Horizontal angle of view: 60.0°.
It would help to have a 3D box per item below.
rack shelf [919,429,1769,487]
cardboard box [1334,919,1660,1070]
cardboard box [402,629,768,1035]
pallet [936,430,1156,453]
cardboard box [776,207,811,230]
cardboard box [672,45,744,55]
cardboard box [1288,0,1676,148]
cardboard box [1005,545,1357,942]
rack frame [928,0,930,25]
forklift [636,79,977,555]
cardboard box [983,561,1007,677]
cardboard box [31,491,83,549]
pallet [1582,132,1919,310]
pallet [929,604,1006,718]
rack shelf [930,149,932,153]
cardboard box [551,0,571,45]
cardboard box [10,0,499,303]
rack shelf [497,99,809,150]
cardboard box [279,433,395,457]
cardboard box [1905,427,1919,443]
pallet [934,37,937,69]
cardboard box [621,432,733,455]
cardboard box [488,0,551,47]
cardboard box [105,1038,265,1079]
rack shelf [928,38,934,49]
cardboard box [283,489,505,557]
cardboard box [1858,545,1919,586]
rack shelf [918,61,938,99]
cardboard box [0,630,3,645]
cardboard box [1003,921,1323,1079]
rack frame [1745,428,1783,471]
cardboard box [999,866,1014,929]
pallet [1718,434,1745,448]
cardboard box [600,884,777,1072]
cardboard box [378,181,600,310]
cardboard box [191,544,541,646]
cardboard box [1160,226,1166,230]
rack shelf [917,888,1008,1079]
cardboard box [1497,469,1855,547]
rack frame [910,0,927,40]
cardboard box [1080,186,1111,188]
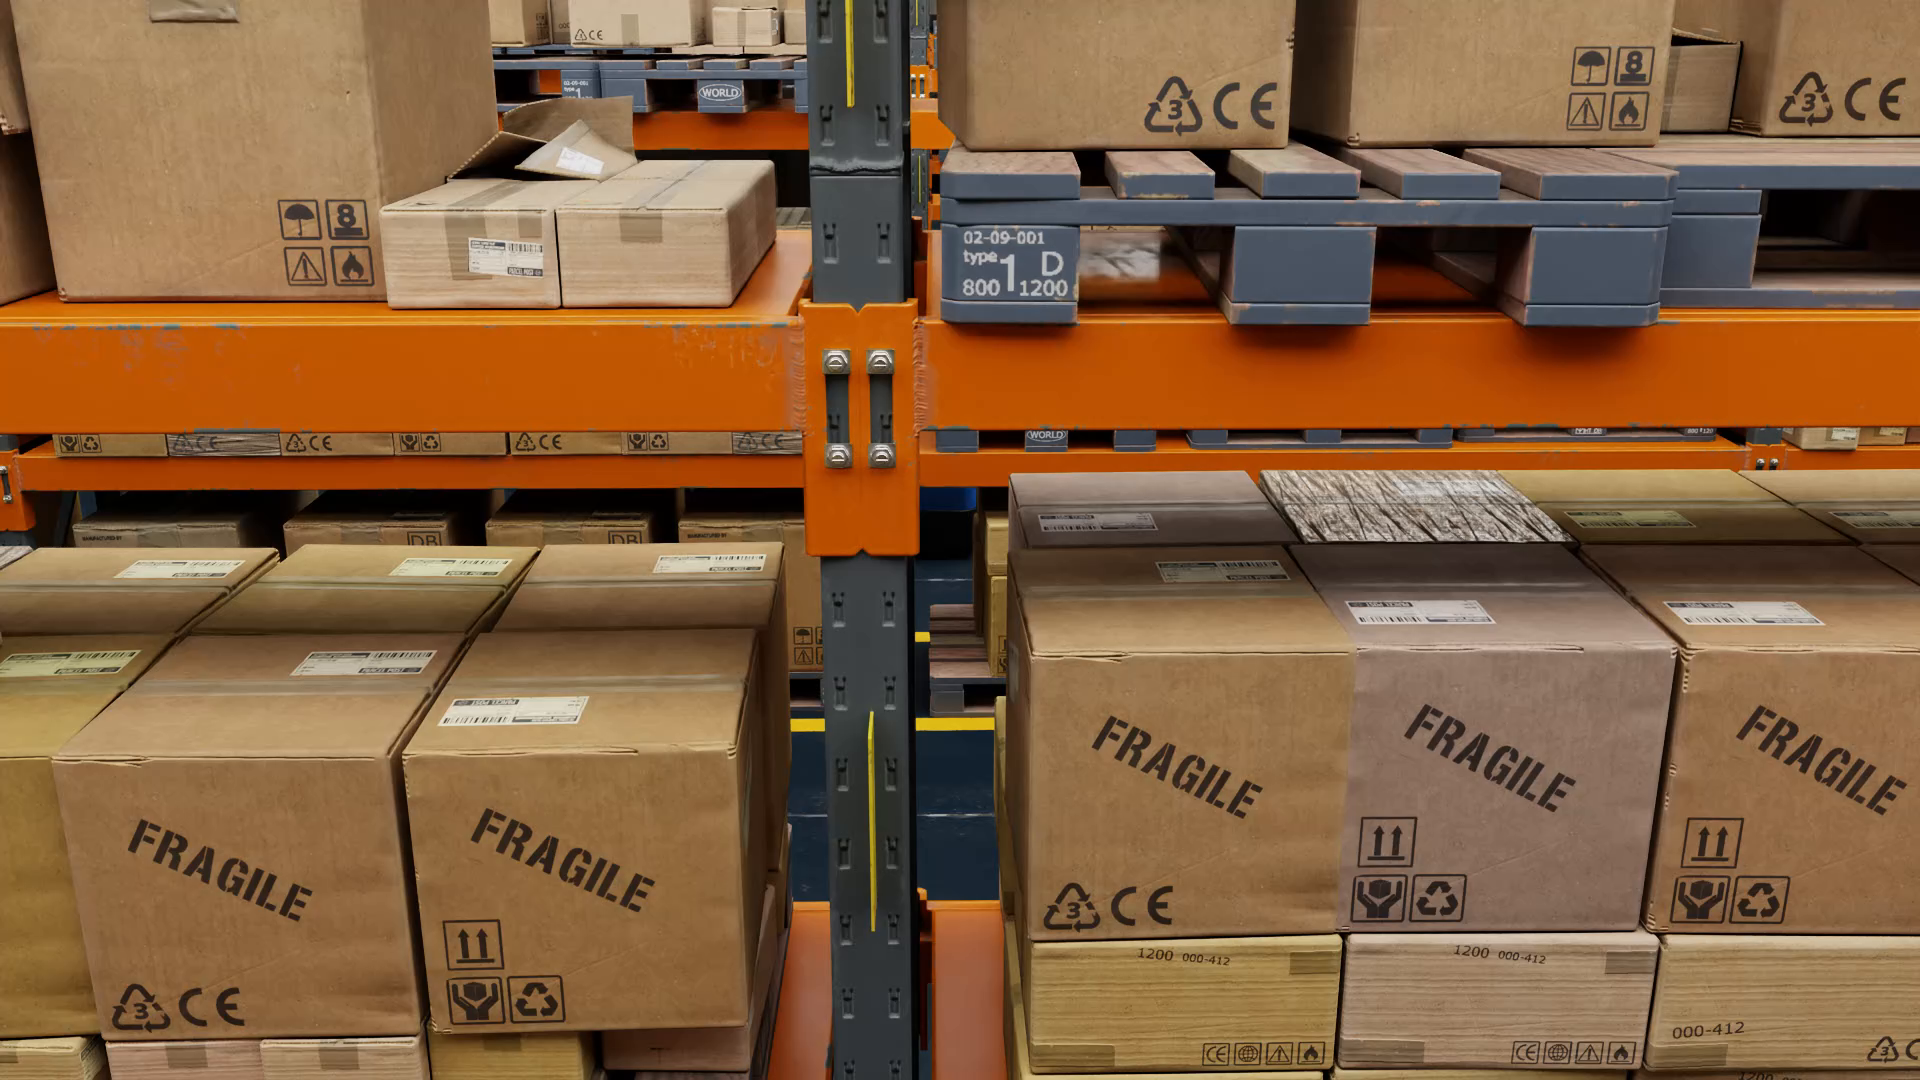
[{"bbox_3d":[1.669,-0.402,8.066,4.000,0.370,1.077,0,18,-1],"label":"rack shelf"},{"bbox_3d":[0.876,0.681,2.941,0.500,0.250,0.500,0,18,0],"label":"cardboard box"},{"bbox_3d":[-0.601,0.475,2.819,0.500,0.500,0.500,-1,18,-2],"label":"cardboard box"},{"bbox_3d":[0.381,-0.679,8.068,1.003,0.211,1.213,0,18,-1],"label":"pallet"},{"bbox_3d":[-0.779,-1.259,7.761,0.500,0.500,0.700,0,18,-1],"label":"cardboard box"},{"bbox_3d":[-1.777,-3.521,11.949,0.500,0.250,0.500,0,18,1],"label":"cardboard box"},{"bbox_3d":[0.836,-0.962,2.873,0.500,0.500,0.700,-1,18,-4],"label":"cardboard box"},{"bbox_3d":[0.346,0.325,2.822,0.500,0.500,0.500,-1,18,-3],"label":"cardboard box"},{"bbox_3d":[-0.460,-8.132,21.166,0.127,3.000,1.000,0,18,-1],"label":"rack frame"},{"bbox_3d":[-1.366,-1.467,10.321,3.031,2.935,1.130,1,18,4],"label":"forklift"},{"bbox_3d":[0.381,0.330,8.012,0.500,0.500,0.500,-1,18,-3],"label":"cardboard box"},{"bbox_3d":[-4.960,0.078,8.184,0.875,0.875,0.875,0,18,0],"label":"cardboard box"},{"bbox_3d":[1.610,-0.587,2.866,1.213,0.211,1.003,1,18,2],"label":"pallet"},{"bbox_3d":[0.451,0.590,8.363,1.213,0.211,1.003,0,18,-1],"label":"pallet"},{"bbox_3d":[1.458,-6.455,26.938,4.000,0.370,1.077,0,18,-1],"label":"rack shelf"},{"bbox_3d":[-1.558,-2.400,7.603,0.500,0.250,0.500,0,18,1],"label":"cardboard box"},{"bbox_3d":[-1.099,-0.698,2.737,0.500,0.500,0.700,0,18,-1],"label":"cardboard box"},{"bbox_3d":[-2.330,-1.811,7.548,4.000,0.370,1.077,0,18,-1],"label":"rack shelf"},{"bbox_3d":[-2.795,-0.687,7.616,0.500,0.500,0.500,0,18,-1],"label":"cardboard box"},{"bbox_3d":[4.480,-0.577,7.846,0.250,0.149,0.380,-1,18,-3],"label":"cardboard box"},{"bbox_3d":[0.335,-3.608,12.281,1.003,0.211,1.213,1,18,2],"label":"pallet"},{"bbox_3d":[-1.275,-0.696,7.643,0.500,0.500,0.500,0,18,-1],"label":"cardboard box"},{"bbox_3d":[-2.064,-2.364,7.081,0.500,0.500,0.500,0,18,-1],"label":"cardboard box"},{"bbox_3d":[-1.245,0.807,2.845,0.250,0.149,0.380,-1,18,-3],"label":"cardboard box"},{"bbox_3d":[1.539,-6.371,21.764,4.000,0.370,1.077,0,18,-1],"label":"rack shelf"},{"bbox_3d":[-2.746,0.122,8.252,0.750,0.750,1.050,0,18,-1],"label":"cardboard box"},{"bbox_3d":[1.864,0.321,2.836,0.500,0.500,0.500,0,18,0],"label":"cardboard box"},{"bbox_3d":[1.692,-3.345,12.332,4.000,0.370,1.077,0,18,-1],"label":"rack shelf"},{"bbox_3d":[-1.783,0.173,2.698,0.250,0.149,0.380,-1,18,-3],"label":"cardboard box"},{"bbox_3d":[0.342,0.923,3.006,0.500,0.250,0.500,-1,18,-2],"label":"cardboard box"},{"bbox_3d":[3.669,-0.754,7.987,0.127,3.000,1.000,0,18,-1],"label":"rack frame"},{"bbox_3d":[0.350,0.767,3.493,0.500,0.250,0.500,-1,18,-3],"label":"cardboard box"},{"bbox_3d":[5.676,-0.928,13.094,1.213,0.211,1.003,0,18,-1],"label":"pallet"},{"bbox_3d":[-0.475,0.770,2.960,0.250,0.149,0.380,0,18,1],"label":"cardboard box"},{"bbox_3d":[-0.711,-0.462,2.579,0.250,0.149,0.380,0,18,-1],"label":"cardboard box"},{"bbox_3d":[-1.126,0.324,3.289,0.500,0.500,0.500,1,18,2],"label":"cardboard box"},{"bbox_3d":[1.710,-2.225,12.410,0.500,0.500,0.500,0,18,-1],"label":"cardboard box"},{"bbox_3d":[1.849,1.110,3.355,4.000,0.370,1.077,0,18,-1],"label":"rack shelf"},{"bbox_3d":[1.371,0.165,3.321,0.500,0.500,0.500,0,18,-1],"label":"cardboard box"},{"bbox_3d":[-0.308,-5.106,11.734,0.127,3.000,1.000,0,18,-1],"label":"rack frame"},{"bbox_3d":[1.075,-2.776,12.485,0.637,0.503,0.797,0,18,0],"label":"cardboard box"}]
